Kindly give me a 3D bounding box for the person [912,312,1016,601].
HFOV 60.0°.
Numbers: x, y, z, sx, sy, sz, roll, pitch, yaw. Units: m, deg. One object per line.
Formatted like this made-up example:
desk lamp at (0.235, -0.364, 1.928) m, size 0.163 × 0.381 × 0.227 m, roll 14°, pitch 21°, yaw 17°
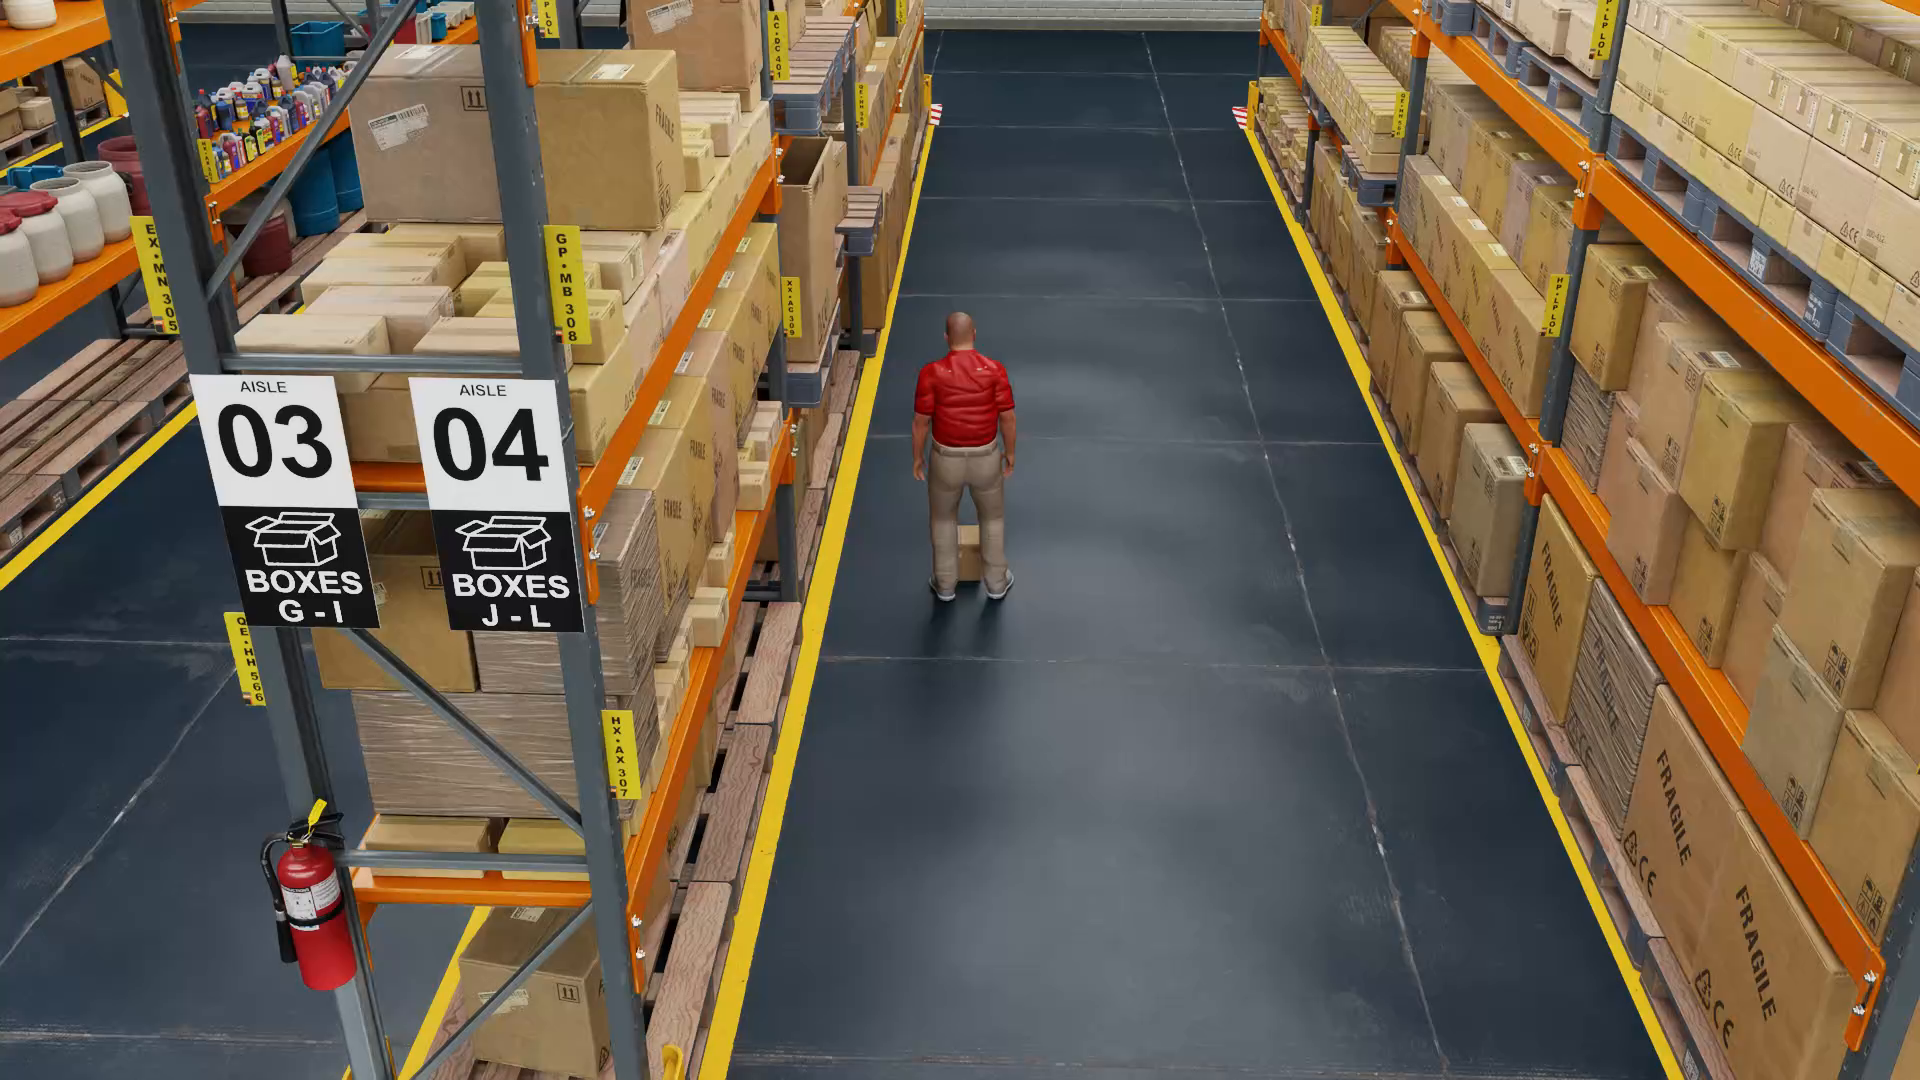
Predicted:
person at (0.028, -0.460, 9.508) m, size 0.602 × 1.727 × 0.386 m, roll -2°, pitch 28°, yaw -3°
